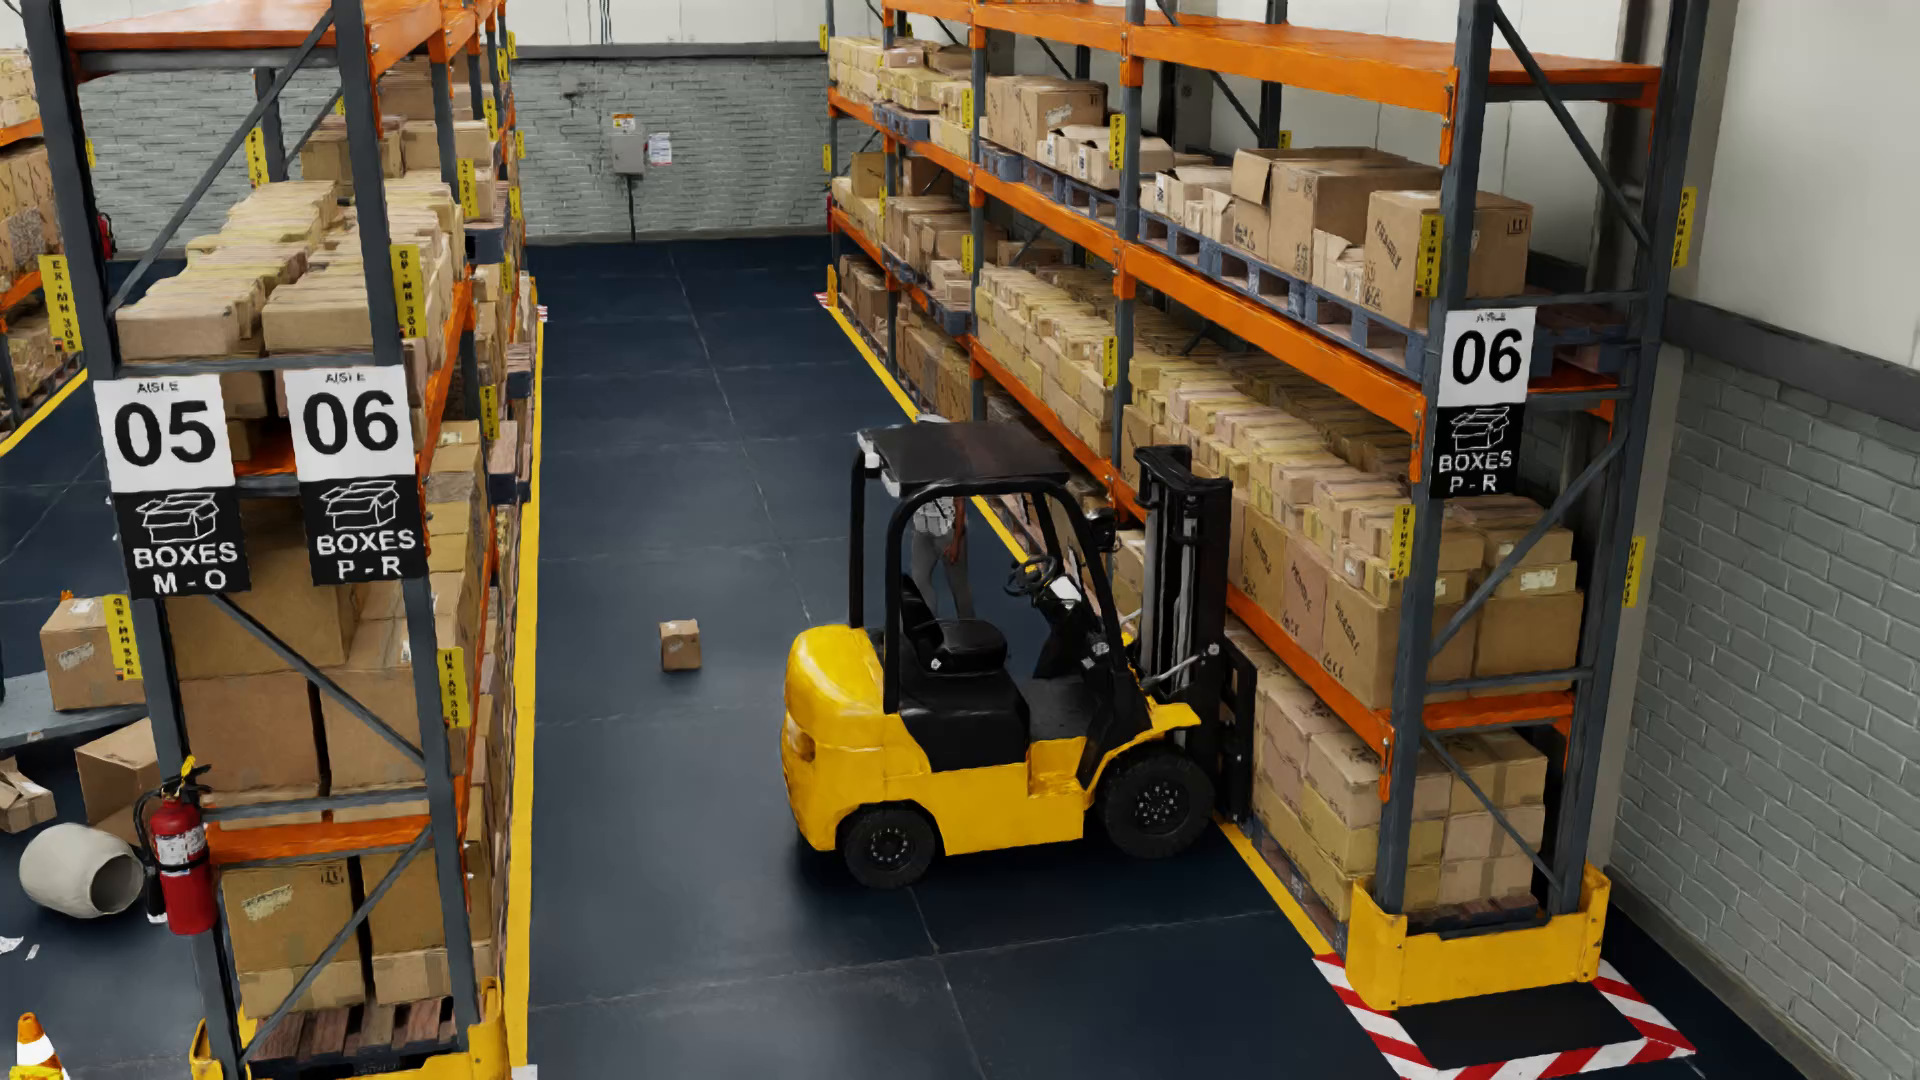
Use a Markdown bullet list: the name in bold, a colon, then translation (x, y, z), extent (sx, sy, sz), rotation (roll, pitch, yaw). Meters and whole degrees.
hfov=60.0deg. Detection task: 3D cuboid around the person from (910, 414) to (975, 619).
- **person**: translation (-0.121, -0.021, 11.191), extent (0.488, 1.725, 0.445), rotation (16, 25, 38)
